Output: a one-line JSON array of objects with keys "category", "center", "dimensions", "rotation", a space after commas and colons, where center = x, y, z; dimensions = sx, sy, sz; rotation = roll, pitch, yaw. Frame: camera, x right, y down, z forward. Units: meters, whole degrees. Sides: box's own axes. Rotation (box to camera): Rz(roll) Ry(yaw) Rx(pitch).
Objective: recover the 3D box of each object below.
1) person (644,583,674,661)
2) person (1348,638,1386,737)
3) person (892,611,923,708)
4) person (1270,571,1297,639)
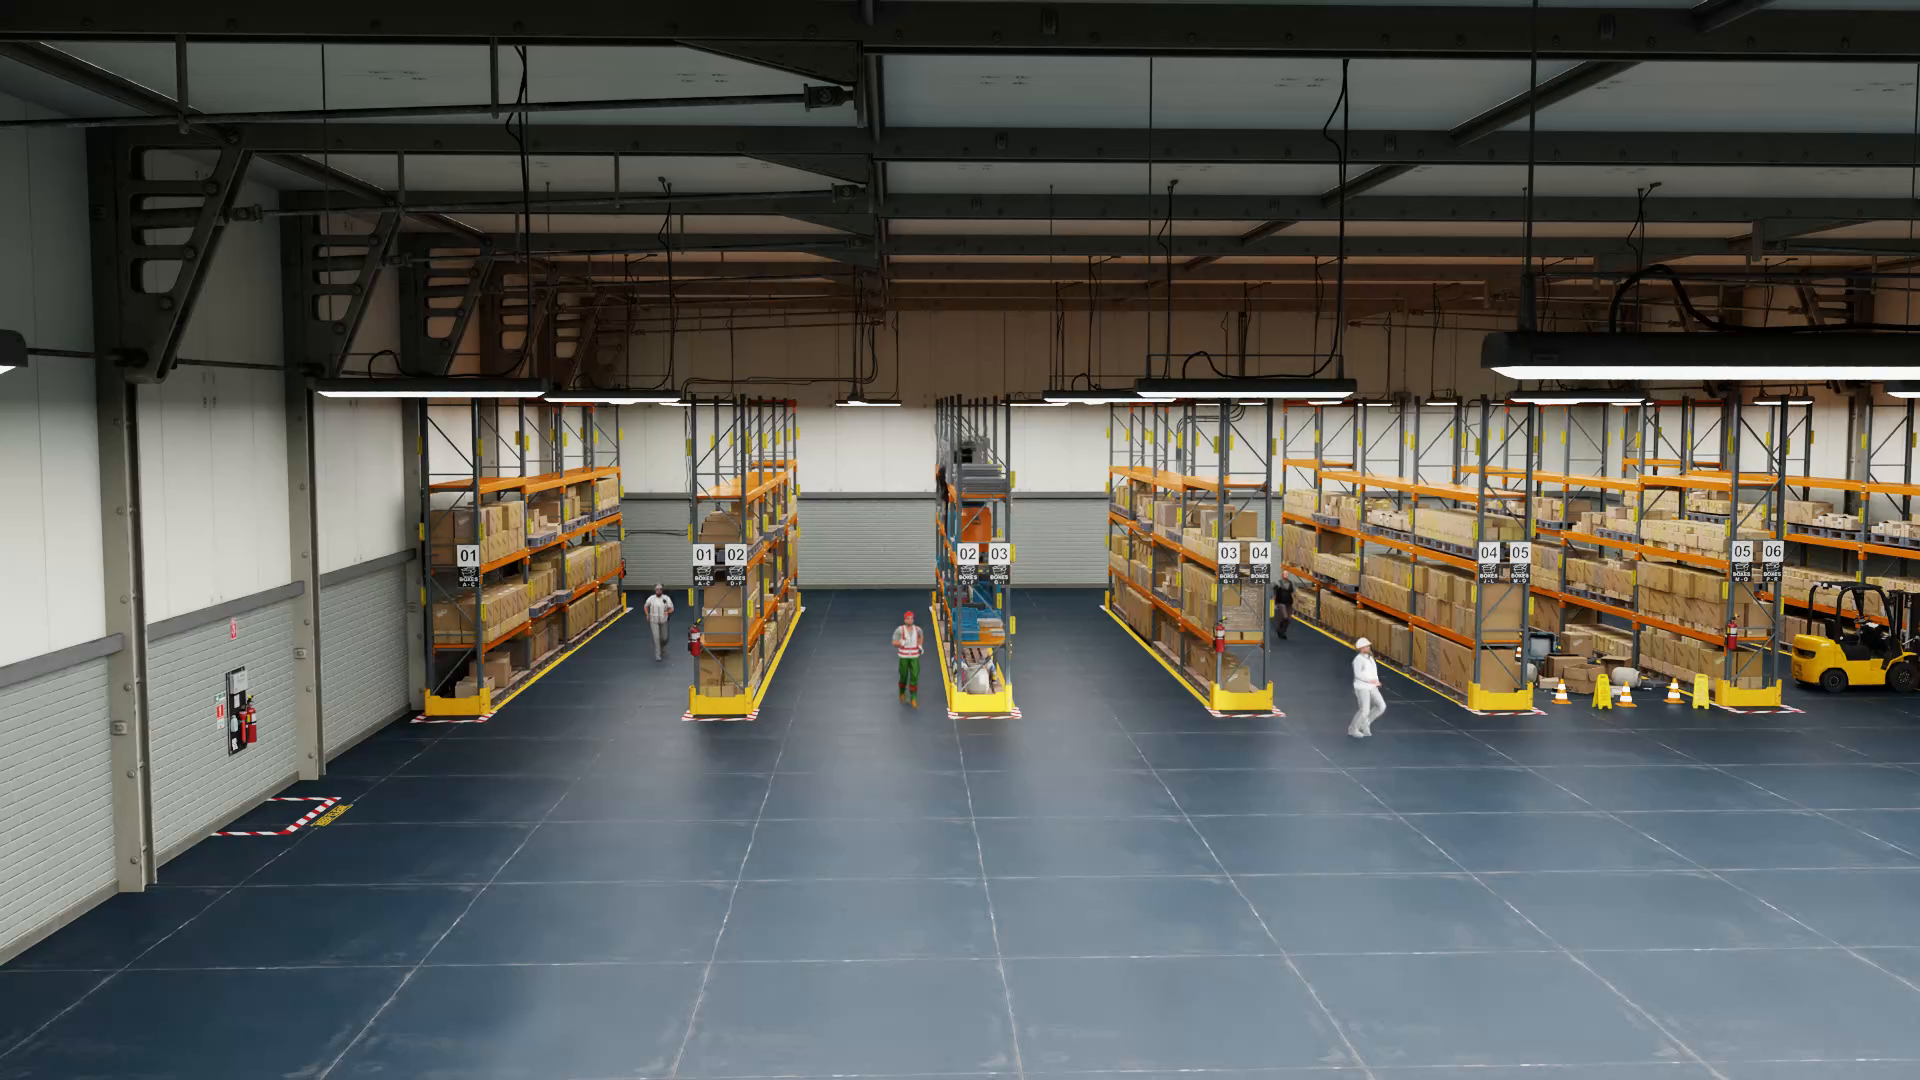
[{"category": "person", "center": [-6.903, 1.851, 38.119], "dimensions": [0.675, 1.741, 0.830], "rotation": [-1, 5, -13]}, {"category": "person", "center": [7.085, 2.567, 28.966], "dimensions": [0.618, 1.735, 0.662], "rotation": [4, 6, 40]}, {"category": "person", "center": [-0.987, 2.275, 32.036], "dimensions": [0.648, 1.801, 0.877], "rotation": [-1, 5, -12]}, {"category": "person", "center": [8.078, 1.613, 41.347], "dimensions": [0.633, 1.703, 0.683], "rotation": [-1, 5, -15]}]
